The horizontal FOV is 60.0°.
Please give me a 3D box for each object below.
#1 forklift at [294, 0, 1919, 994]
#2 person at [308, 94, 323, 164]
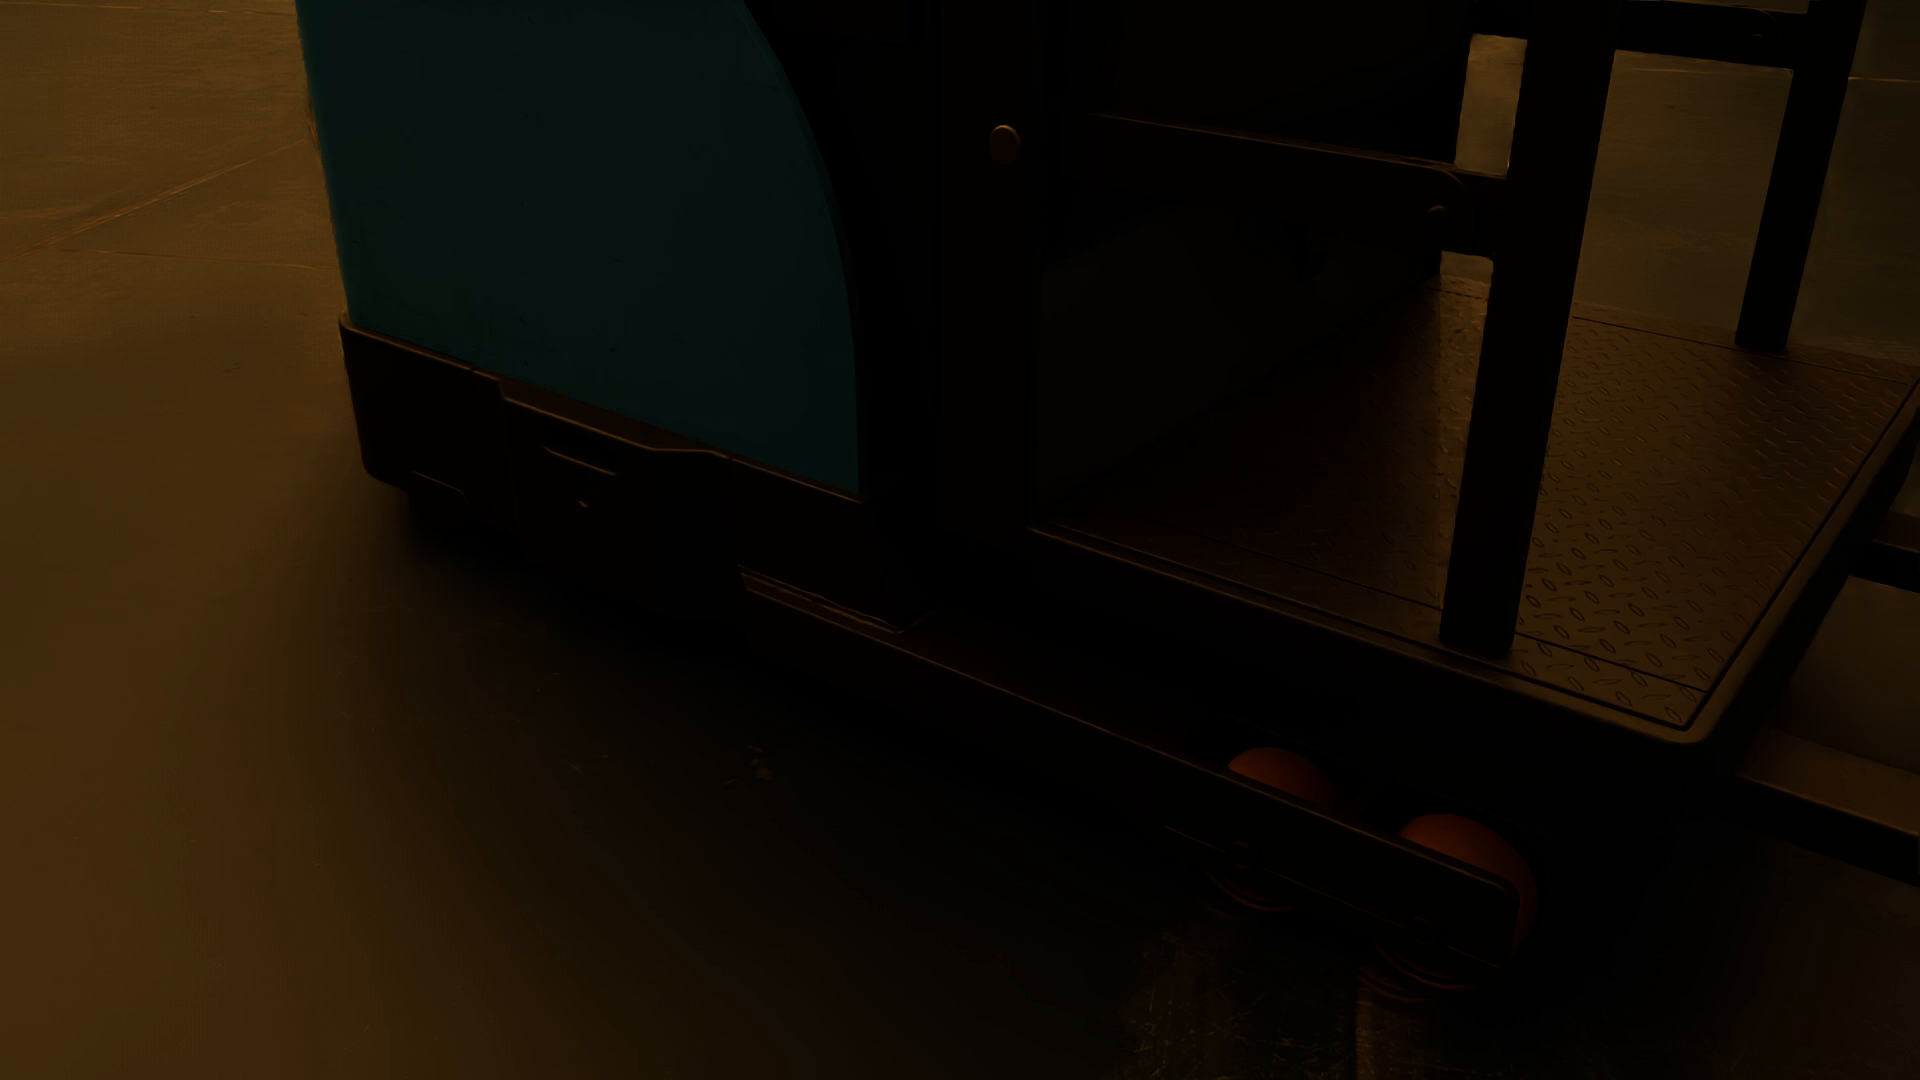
[{"bbox_3d":[0.555,-1.141,1.507,3.031,2.935,1.130,19,32,33],"label":"forklift"},{"bbox_3d":[-0.914,-1.153,3.084,0.511,1.648,0.960,24,35,39],"label":"person"}]
